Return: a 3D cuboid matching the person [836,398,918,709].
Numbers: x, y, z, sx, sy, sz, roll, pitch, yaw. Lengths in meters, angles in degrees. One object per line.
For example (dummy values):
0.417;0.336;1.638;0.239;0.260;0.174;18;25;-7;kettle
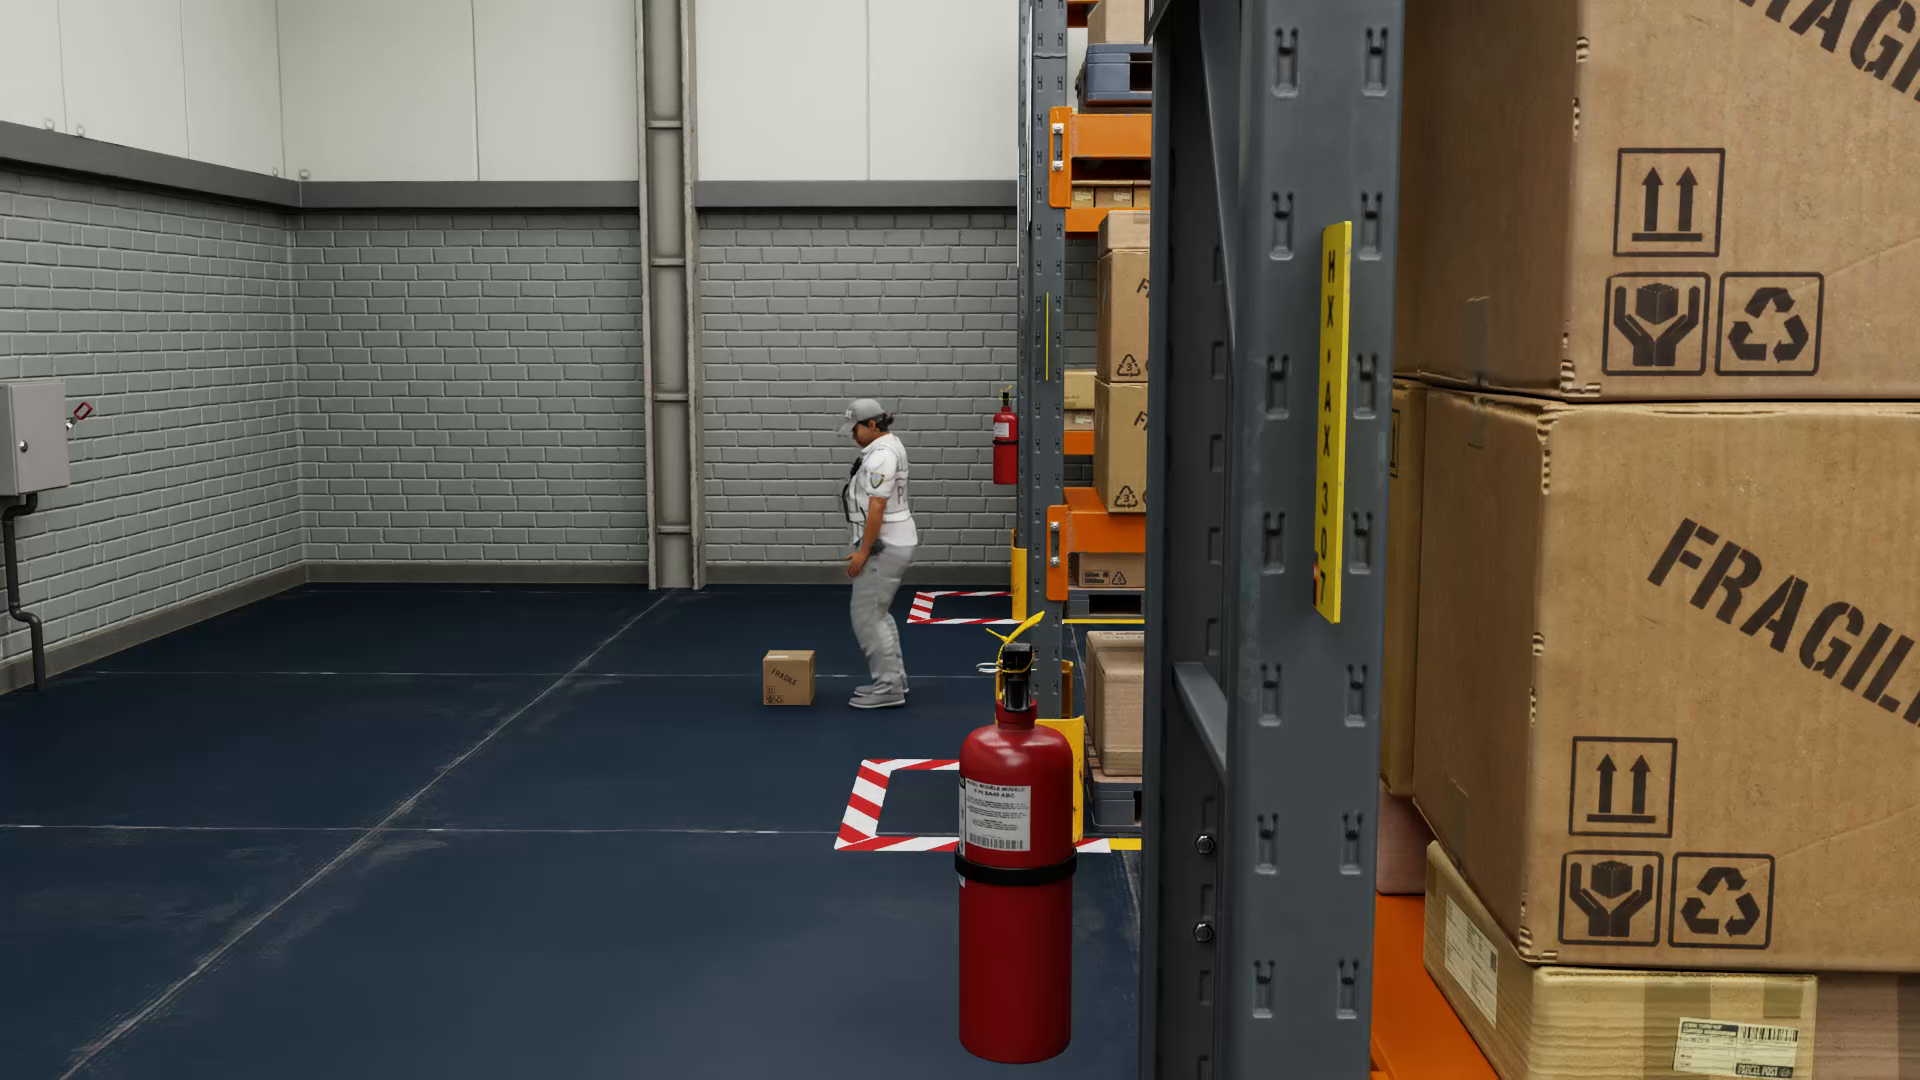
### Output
-0.441;0.068;8.874;0.429;1.643;0.483;0;7;3;person
